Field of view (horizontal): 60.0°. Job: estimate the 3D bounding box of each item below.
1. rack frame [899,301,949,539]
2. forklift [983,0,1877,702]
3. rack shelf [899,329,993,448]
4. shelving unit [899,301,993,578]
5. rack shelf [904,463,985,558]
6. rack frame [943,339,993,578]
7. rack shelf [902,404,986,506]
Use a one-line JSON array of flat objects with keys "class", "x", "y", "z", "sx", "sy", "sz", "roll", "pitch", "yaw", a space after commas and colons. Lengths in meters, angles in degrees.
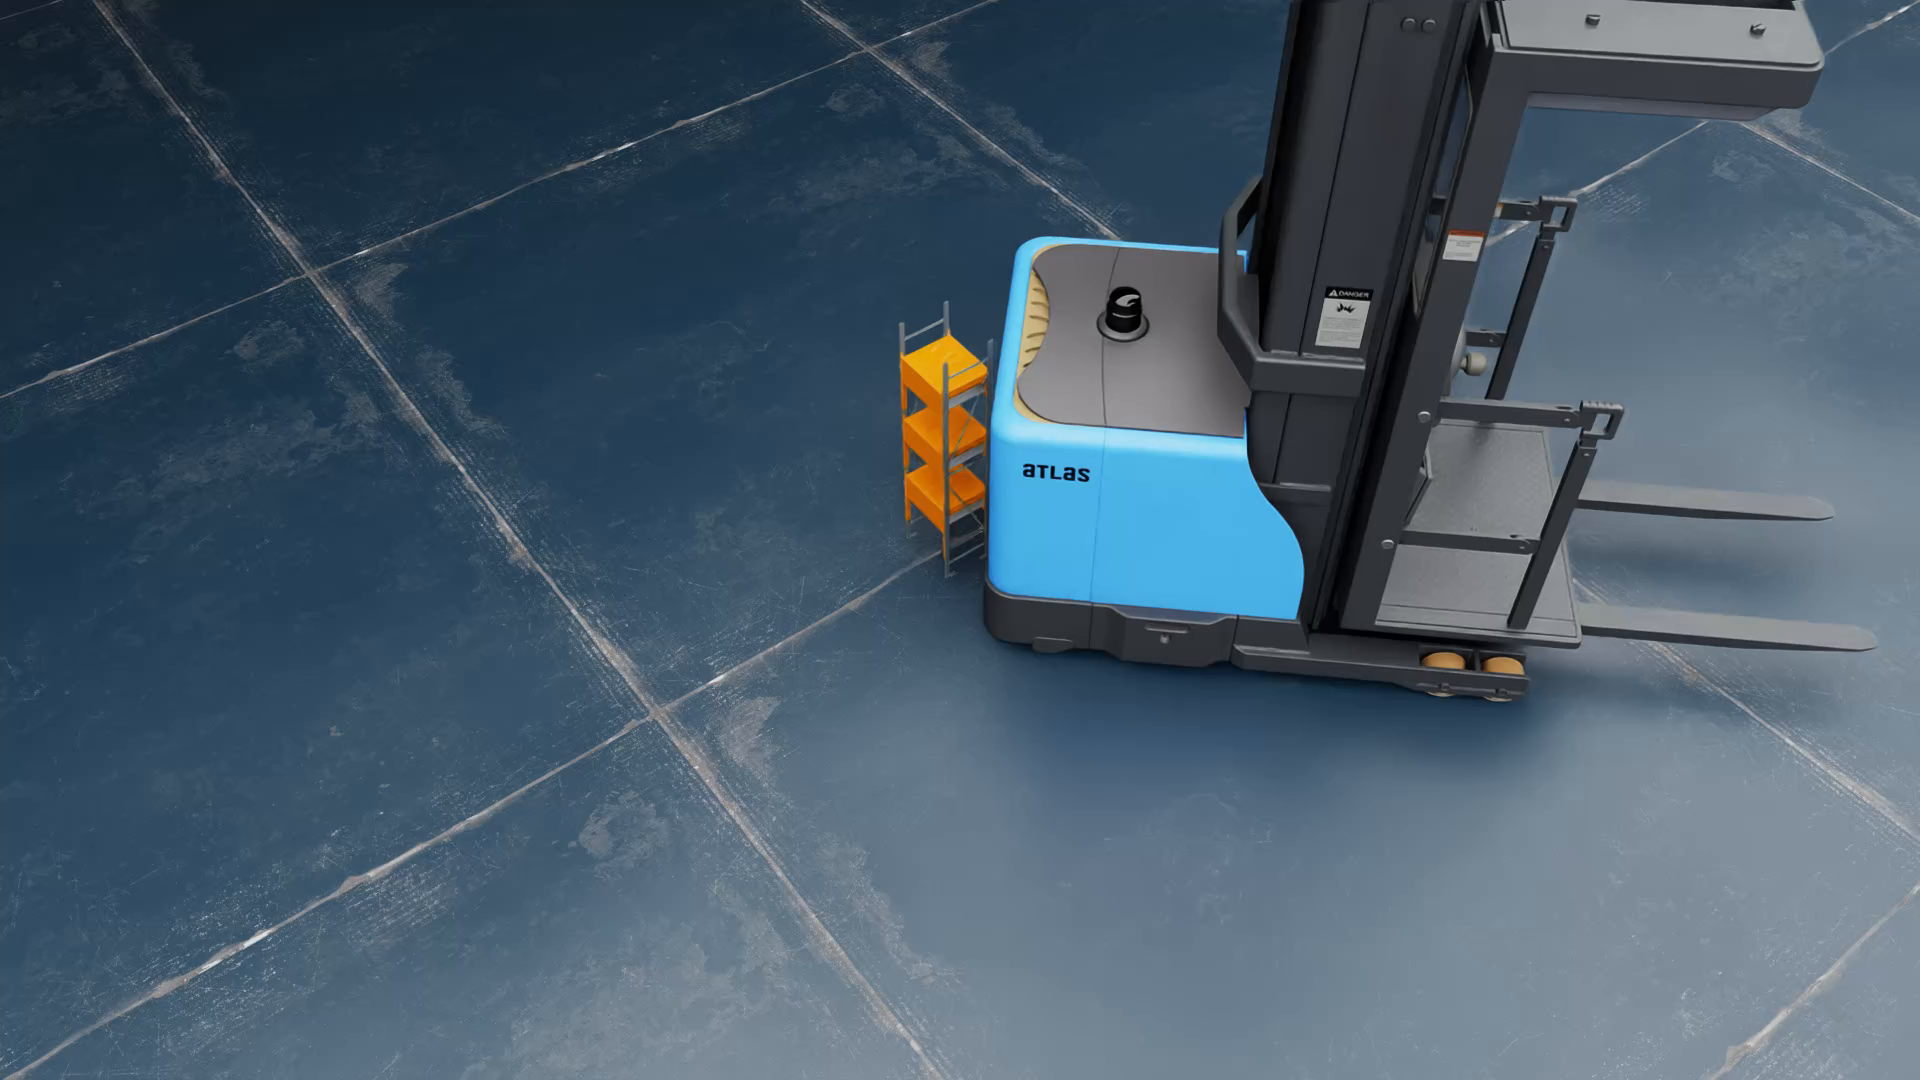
[{"class": "rack frame", "x": -0.120, "y": -0.402, "z": 5.906, "sx": 0.200, "sy": 1.050, "sz": 0.008, "roll": -29, "pitch": 54, "yaw": -24}, {"class": "forklift", "x": 1.636, "y": -0.845, "z": 5.038, "sx": 3.031, "sy": 2.935, "sz": 1.130, "roll": 5, "pitch": 48, "yaw": 4}, {"class": "rack shelf", "x": -0.047, "y": -0.513, "z": 5.637, "sx": 0.215, "sy": 0.259, "sz": 0.240, "roll": -29, "pitch": 54, "yaw": -24}, {"class": "shelving unit", "x": -0.047, "y": -0.329, "z": 5.840, "sx": 0.215, "sy": 1.050, "sz": 0.252, "roll": -29, "pitch": 54, "yaw": -24}, {"class": "rack shelf", "x": -0.047, "y": -0.135, "z": 6.054, "sx": 0.215, "sy": 0.259, "sz": 0.240, "roll": -29, "pitch": 54, "yaw": -24}, {"class": "rack frame", "x": 0.026, "y": -0.257, "z": 5.774, "sx": 0.200, "sy": 1.050, "sz": 0.008, "roll": -29, "pitch": 54, "yaw": -24}, {"class": "rack shelf", "x": -0.047, "y": -0.322, "z": 5.848, "sx": 0.215, "sy": 0.259, "sz": 0.240, "roll": -29, "pitch": 54, "yaw": -24}]
